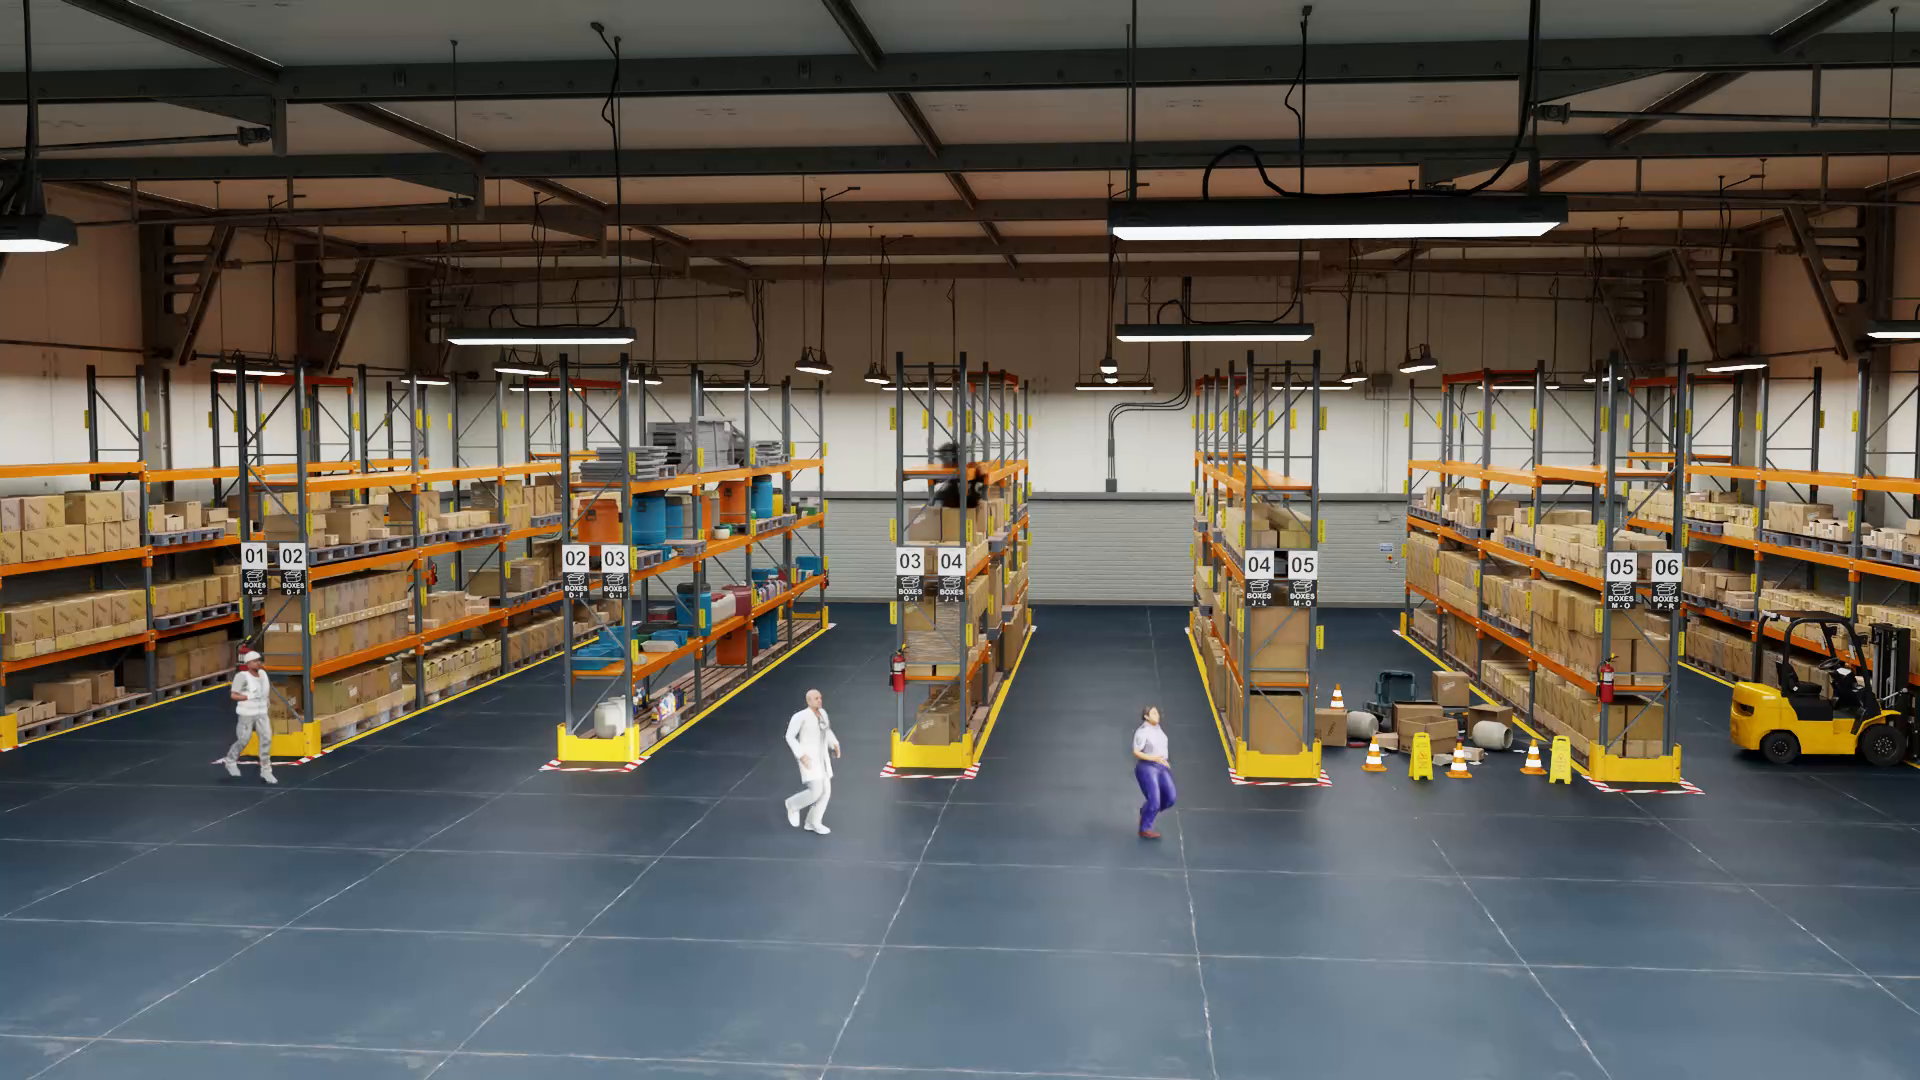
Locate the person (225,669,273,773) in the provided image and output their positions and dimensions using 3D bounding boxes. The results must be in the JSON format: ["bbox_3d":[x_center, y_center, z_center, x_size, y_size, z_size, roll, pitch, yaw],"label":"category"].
[{"bbox_3d":[-9.869,2.530,23.224,0.805,1.446,0.506,2,5,29],"label":"person"}]

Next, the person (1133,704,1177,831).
[{"bbox_3d":[2.362,2.747,19.978,0.516,1.535,0.599,4,5,42],"label":"person"}]

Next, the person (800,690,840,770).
[{"bbox_3d":[-1.733,2.292,20.250,0.427,0.940,0.691,3,5,36],"label":"person"}]
